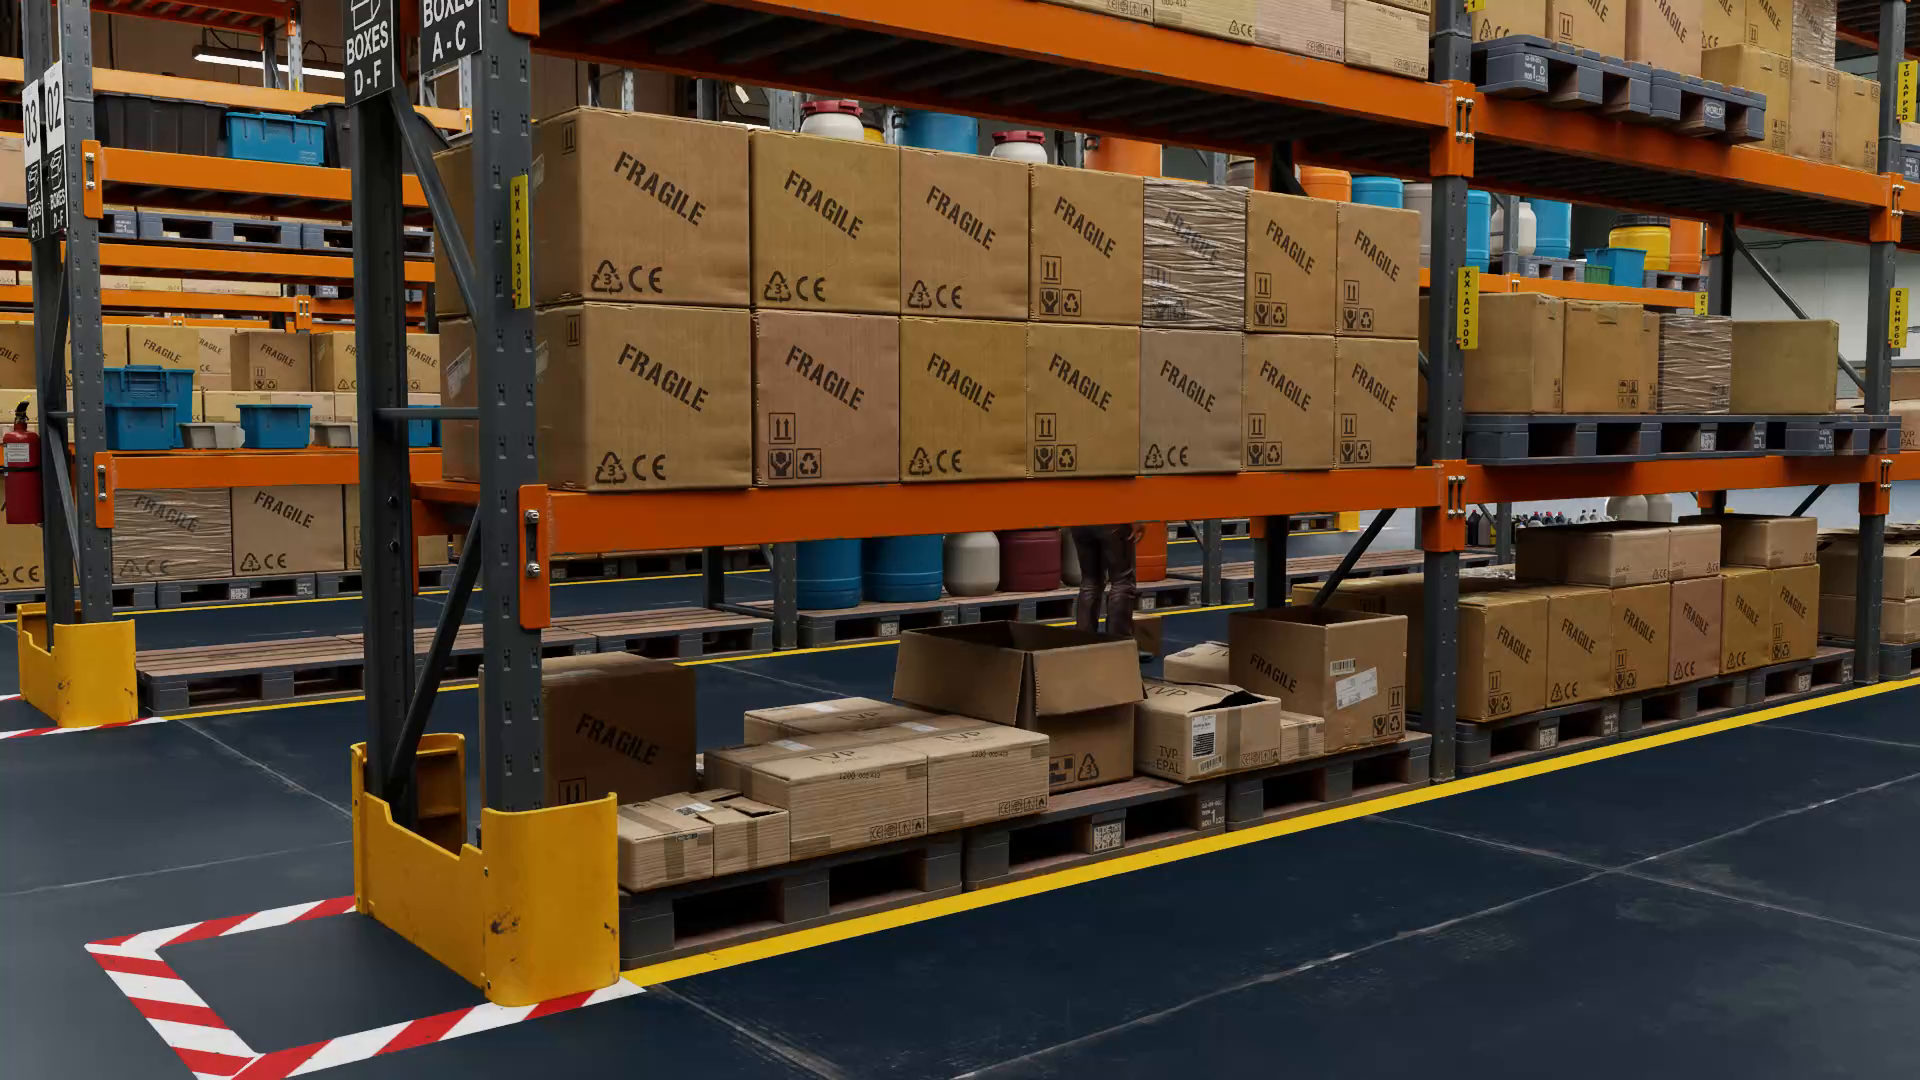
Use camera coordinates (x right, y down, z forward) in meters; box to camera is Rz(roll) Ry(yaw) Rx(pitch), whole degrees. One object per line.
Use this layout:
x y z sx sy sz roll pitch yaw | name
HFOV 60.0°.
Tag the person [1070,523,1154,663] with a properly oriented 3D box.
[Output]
0.871 -0.119 10.229 0.414 1.722 0.593 -4 6 -42 | person
